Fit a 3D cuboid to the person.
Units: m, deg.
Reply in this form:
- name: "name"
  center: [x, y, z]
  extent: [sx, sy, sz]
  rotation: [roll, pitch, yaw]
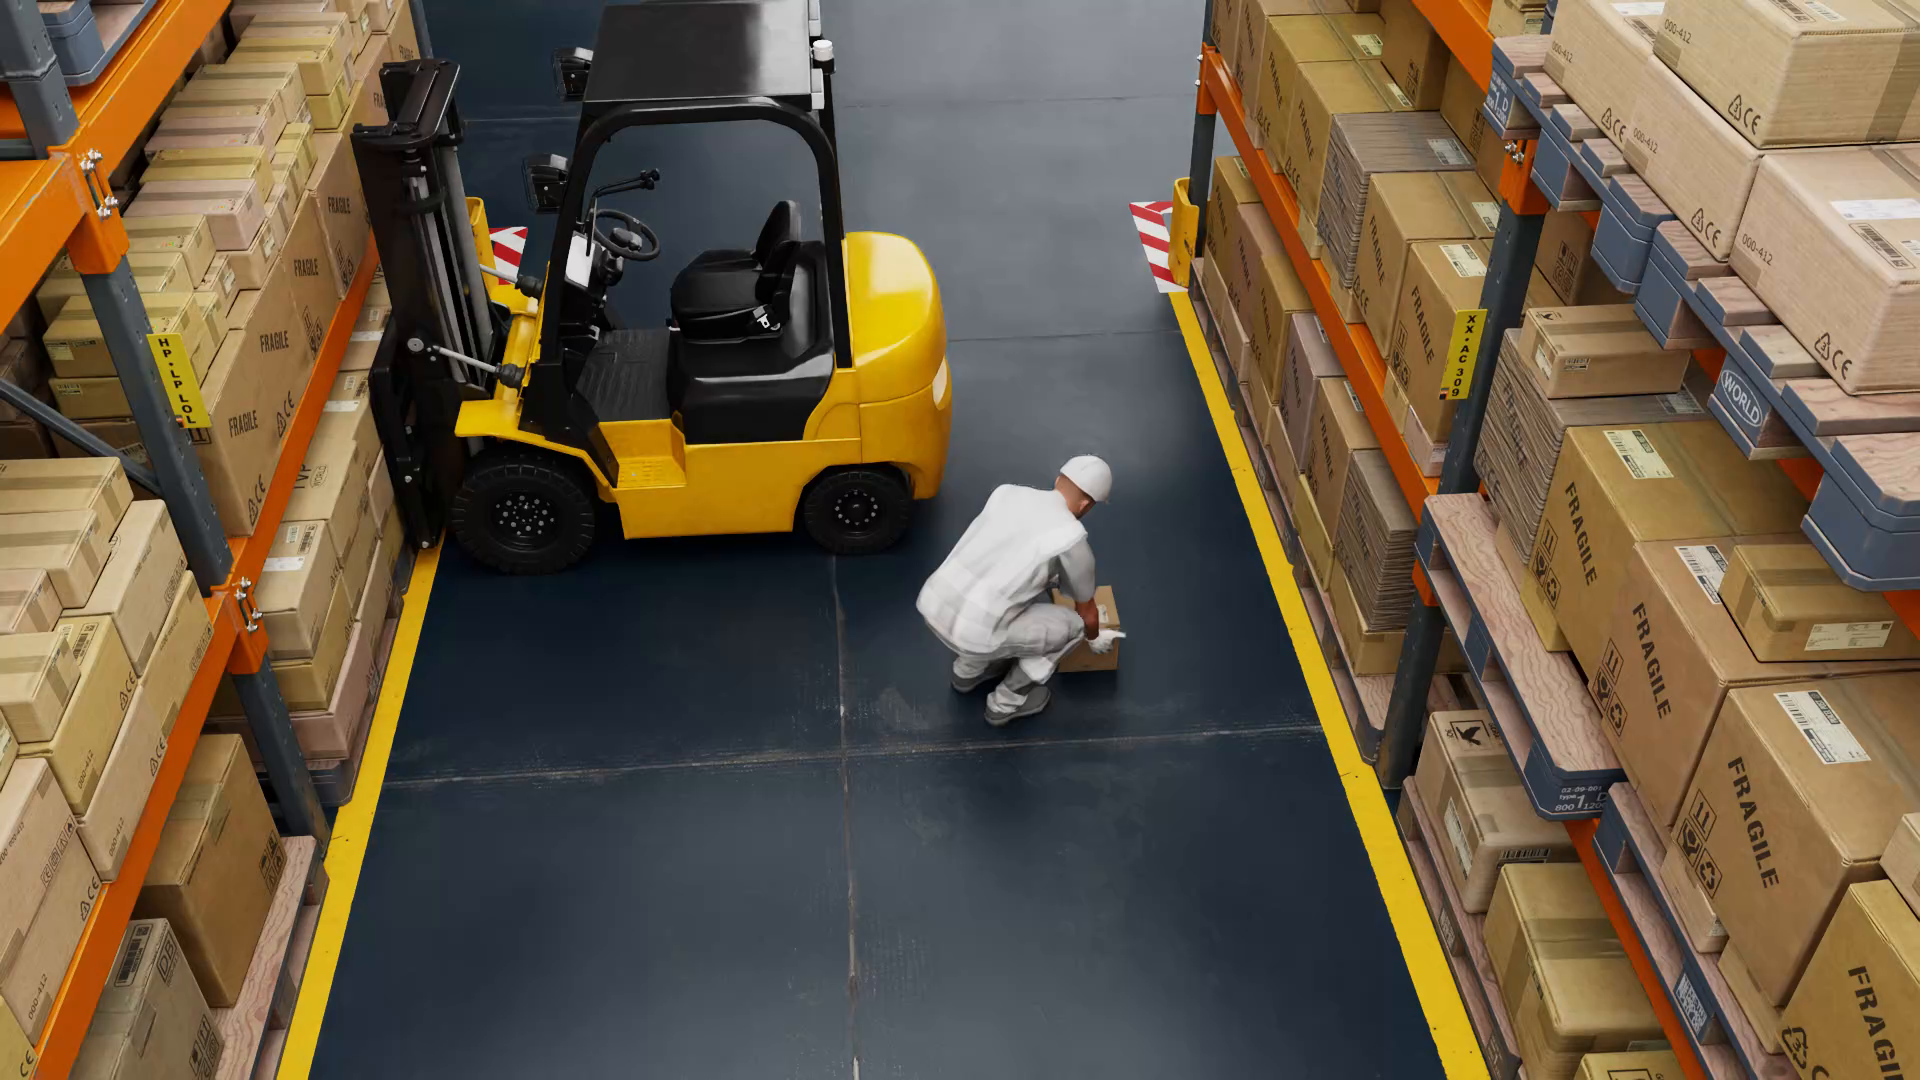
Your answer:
- name: "person"
  center: [0.237, 0.193, 6.563]
  extent: [0.881, 0.956, 0.571]
  rotation: [-23, 44, -26]
